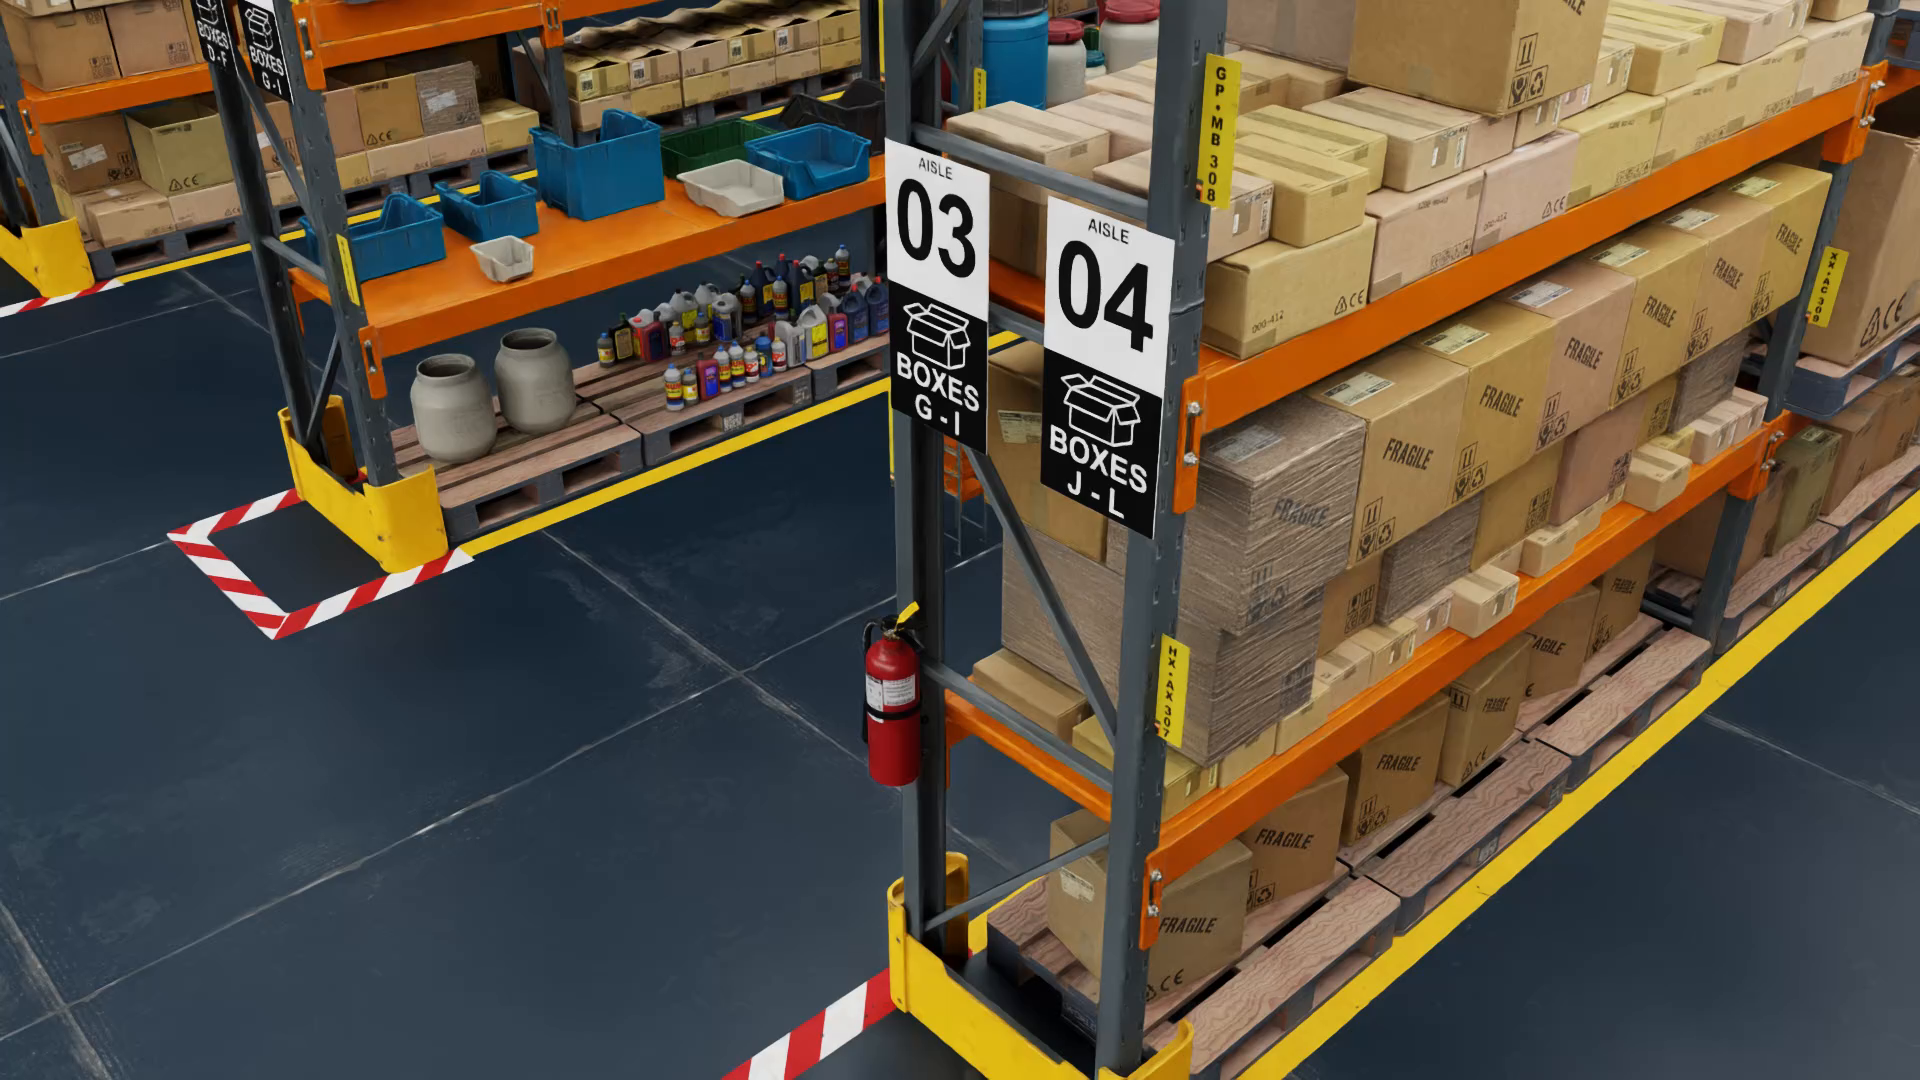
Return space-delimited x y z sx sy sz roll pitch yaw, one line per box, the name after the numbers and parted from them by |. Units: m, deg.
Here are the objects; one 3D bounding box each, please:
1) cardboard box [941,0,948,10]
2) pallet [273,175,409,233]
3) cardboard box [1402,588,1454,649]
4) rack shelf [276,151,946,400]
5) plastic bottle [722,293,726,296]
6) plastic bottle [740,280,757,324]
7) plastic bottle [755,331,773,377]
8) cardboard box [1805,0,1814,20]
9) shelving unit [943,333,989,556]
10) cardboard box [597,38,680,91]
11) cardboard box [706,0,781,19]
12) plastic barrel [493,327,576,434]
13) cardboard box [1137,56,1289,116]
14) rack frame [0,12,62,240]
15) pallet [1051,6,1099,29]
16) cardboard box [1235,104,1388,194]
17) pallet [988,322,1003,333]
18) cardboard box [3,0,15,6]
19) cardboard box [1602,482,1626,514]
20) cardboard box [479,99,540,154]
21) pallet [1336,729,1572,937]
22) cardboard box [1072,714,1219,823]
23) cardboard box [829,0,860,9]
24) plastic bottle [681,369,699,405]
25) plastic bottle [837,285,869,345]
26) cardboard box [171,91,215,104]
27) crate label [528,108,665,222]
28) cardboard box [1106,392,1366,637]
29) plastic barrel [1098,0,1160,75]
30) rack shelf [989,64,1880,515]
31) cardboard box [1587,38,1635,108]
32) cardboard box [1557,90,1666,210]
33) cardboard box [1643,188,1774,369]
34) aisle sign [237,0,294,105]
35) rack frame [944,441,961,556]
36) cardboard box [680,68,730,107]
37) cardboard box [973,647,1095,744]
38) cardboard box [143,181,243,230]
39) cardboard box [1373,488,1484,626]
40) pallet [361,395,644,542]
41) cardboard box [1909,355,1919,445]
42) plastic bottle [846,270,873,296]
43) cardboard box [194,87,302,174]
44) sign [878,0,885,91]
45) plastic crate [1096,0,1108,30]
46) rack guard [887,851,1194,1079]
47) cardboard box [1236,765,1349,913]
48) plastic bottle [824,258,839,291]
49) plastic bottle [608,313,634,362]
-0.151 -5.241 16.420 0.500 0.500 0.500 -24 39 -34 | cardboard box
-5.118 -2.758 13.058 1.213 0.211 1.003 -26 40 -35 | pallet
1.471 0.212 5.768 0.250 0.149 0.380 -26 40 -35 | cardboard box
-1.713 -1.736 9.403 4.000 0.370 1.077 -26 40 -35 | rack shelf
-1.483 -1.460 10.523 0.097 0.201 0.097 0 31 0 | plastic bottle
-1.342 -1.515 10.546 0.097 0.271 0.097 0 31 0 | plastic bottle
-1.165 -1.110 9.884 0.097 0.271 0.097 0 31 0 | plastic bottle
2.821 -1.958 5.963 0.250 0.149 0.380 -25 40 -35 | cardboard box
-0.011 -0.507 8.429 0.189 1.200 0.258 -26 40 -35 | shelving unit
-2.769 -4.121 14.309 0.500 0.311 0.500 -26 40 -36 | cardboard box
-2.018 -4.870 15.534 0.500 0.311 0.500 -27 41 -37 | cardboard box
-2.382 -0.892 9.315 0.421 0.512 0.421 0 31 0 | plastic barrel
0.744 -1.327 4.931 0.250 0.149 0.380 -26 40 -35 | cardboard box
-6.545 -3.230 11.157 0.127 3.000 1.000 -26 40 -35 | rack frame
0.789 -5.559 17.638 1.213 0.211 1.003 -26 40 -35 | pallet
0.904 -1.026 4.438 0.250 0.149 0.380 -27 40 -36 | cardboard box
0.303 -1.856 11.583 1.213 0.211 1.003 -26 40 -35 | pallet
-6.394 -3.758 11.302 0.250 0.149 0.380 -27 40 -36 | cardboard box
2.369 -0.242 6.511 0.250 0.149 0.380 -26 40 -35 | cardboard box
-3.803 -3.407 13.679 0.500 0.250 0.500 -26 40 -35 | cardboard box
1.758 1.019 6.882 1.213 0.211 1.003 -26 40 -35 | pallet
0.559 0.658 5.039 0.250 0.149 0.380 -26 40 -35 | cardboard box
-0.895 -5.033 15.801 0.500 0.311 0.500 -25 39 -34 | cardboard box
-1.563 -0.888 9.588 0.097 0.201 0.097 0 31 0 | plastic bottle
-0.664 -1.403 10.287 0.144 0.351 0.185 27 40 37 | plastic bottle
-5.631 -3.220 12.655 0.500 0.500 0.500 -26 40 -35 | cardboard box
-2.014 -2.105 9.283 0.616 0.435 0.502 -26 40 -35 | crate label
0.776 -0.126 4.741 0.500 0.500 0.500 -26 40 -35 | cardboard box
1.142 -3.326 11.184 0.433 0.535 0.433 0 31 0 | plastic barrel
1.654 -1.121 5.522 4.000 0.370 1.077 -26 40 -35 | rack shelf
1.858 -1.486 5.192 0.250 0.149 0.380 -28 41 -37 | cardboard box
1.835 -1.273 5.224 0.500 0.250 0.500 -24 39 -34 | cardboard box
2.612 -1.011 6.189 0.500 0.500 0.500 -26 40 -35 | cardboard box
-3.033 -2.305 7.152 0.004 0.787 0.394 -26 40 -35 | aisle sign
-0.078 -0.474 8.376 0.006 1.200 0.240 -26 40 -35 | rack frame
-2.394 -4.069 14.761 0.500 0.250 0.500 -27 41 -37 | cardboard box
0.256 0.488 5.317 0.250 0.149 0.380 -26 40 -35 | cardboard box
-5.636 -2.520 12.229 0.500 0.250 0.500 -26 40 -35 | cardboard box
1.291 -0.177 5.783 0.500 0.500 0.875 -26 40 -35 | cardboard box
-2.557 -0.475 9.324 1.213 0.211 1.003 -26 40 -35 | pallet
5.178 -0.951 9.404 0.700 0.500 0.500 25 40 35 | cardboard box
-0.621 -1.526 10.488 0.185 0.351 0.144 -26 40 -35 | plastic bottle
-5.277 -3.021 12.330 0.500 0.500 0.500 -26 40 -35 | cardboard box
-0.175 -1.316 4.302 0.005 0.325 0.100 -26 40 -35 | sign
1.293 -3.742 11.934 0.583 0.464 0.402 -26 40 -35 | plastic crate
0.243 1.601 5.653 0.348 0.500 1.175 -26 40 -35 | rack guard
1.072 1.008 6.220 0.500 0.500 0.500 -15 35 -23 | cardboard box
-0.853 -1.765 11.022 0.097 0.201 0.097 0 31 0 | plastic bottle
-2.058 -1.230 10.068 0.133 0.283 0.061 -25 39 -34 | plastic bottle
